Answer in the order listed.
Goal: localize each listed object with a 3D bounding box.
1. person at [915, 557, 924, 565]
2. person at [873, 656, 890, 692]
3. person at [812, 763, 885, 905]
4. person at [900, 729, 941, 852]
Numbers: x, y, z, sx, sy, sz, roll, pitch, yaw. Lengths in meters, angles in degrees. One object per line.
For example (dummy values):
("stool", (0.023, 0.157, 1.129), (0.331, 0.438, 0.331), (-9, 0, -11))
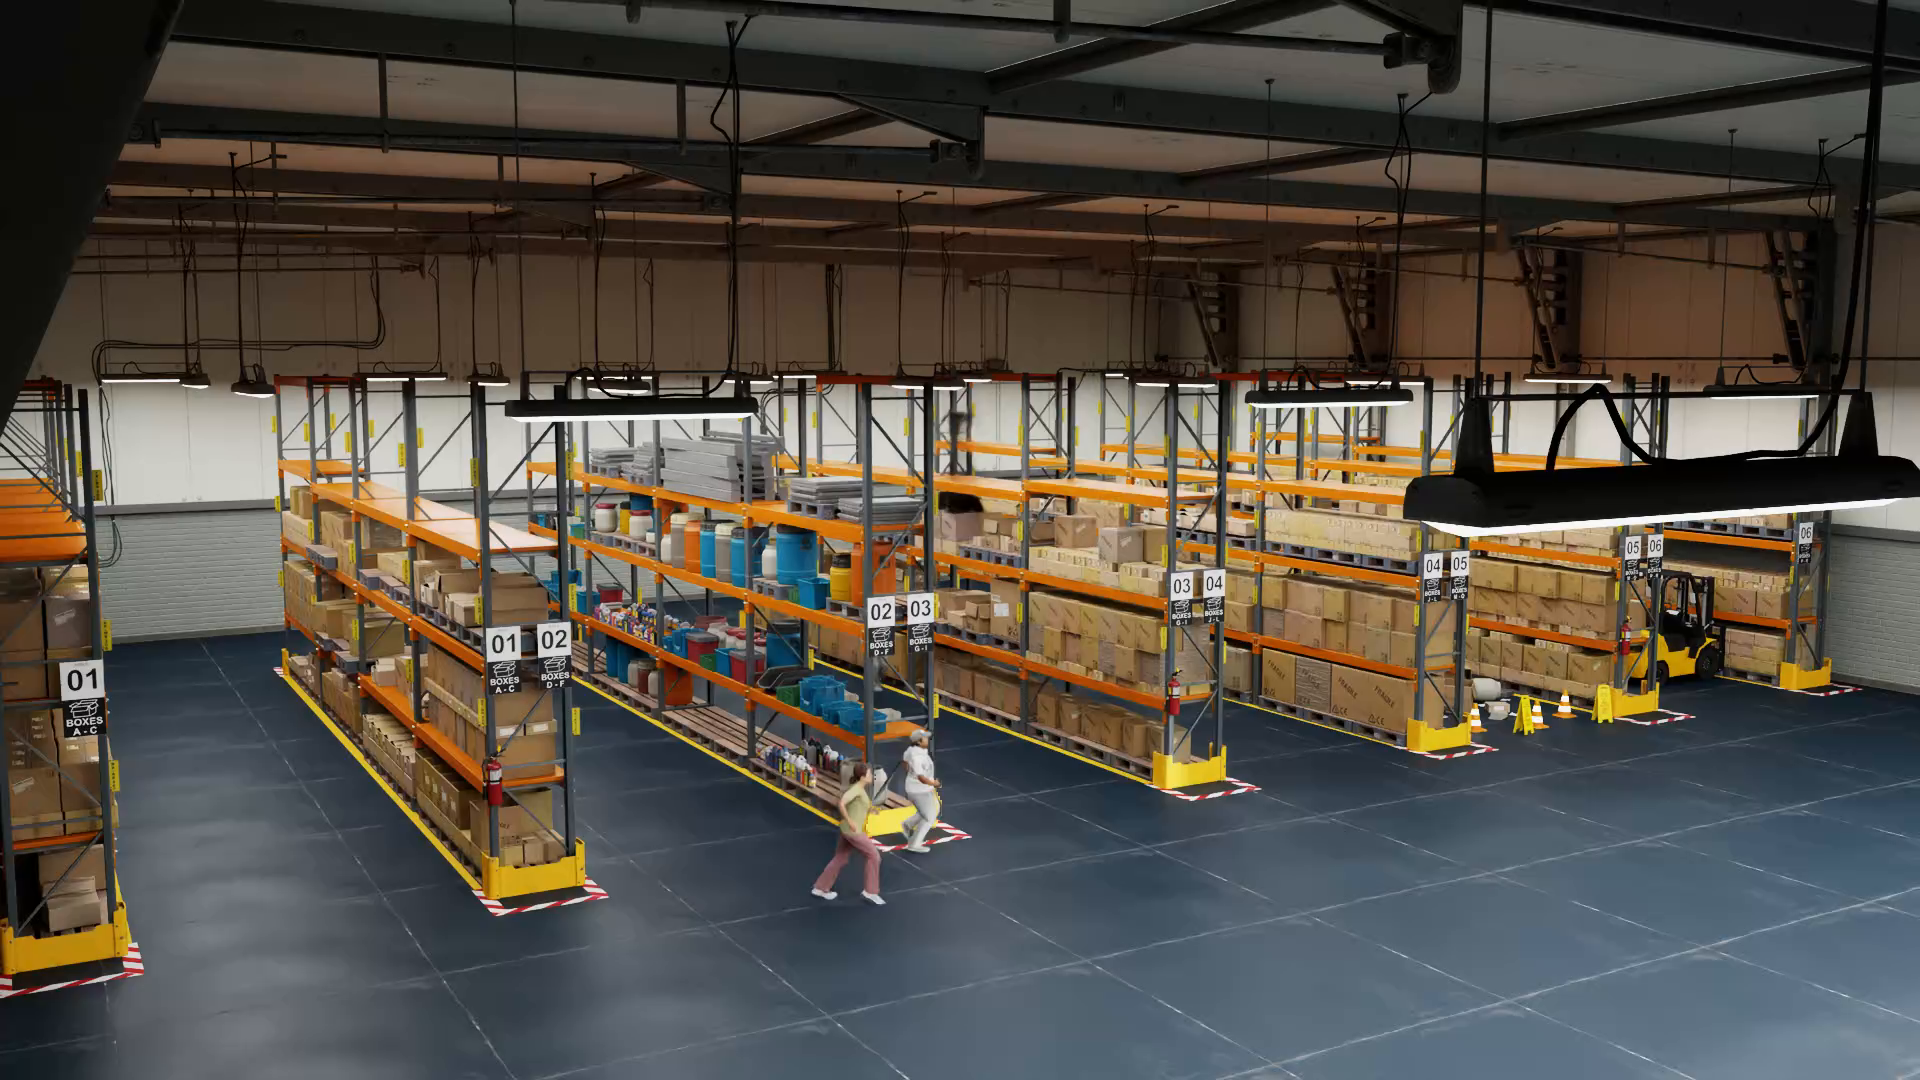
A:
("person", (-0.974, 1.234, 38.869), (0.704, 1.724, 0.592), (-3, 7, -27))
("person", (-1.484, 1.886, 30.087), (0.648, 1.751, 0.569), (-5, 8, -38))
("person", (-1.295, 3.417, 19.240), (0.853, 1.685, 0.588), (-1, 6, -7))
("person", (-0.500, 3.208, 21.335), (0.525, 1.618, 0.615), (-1, 6, -7))
